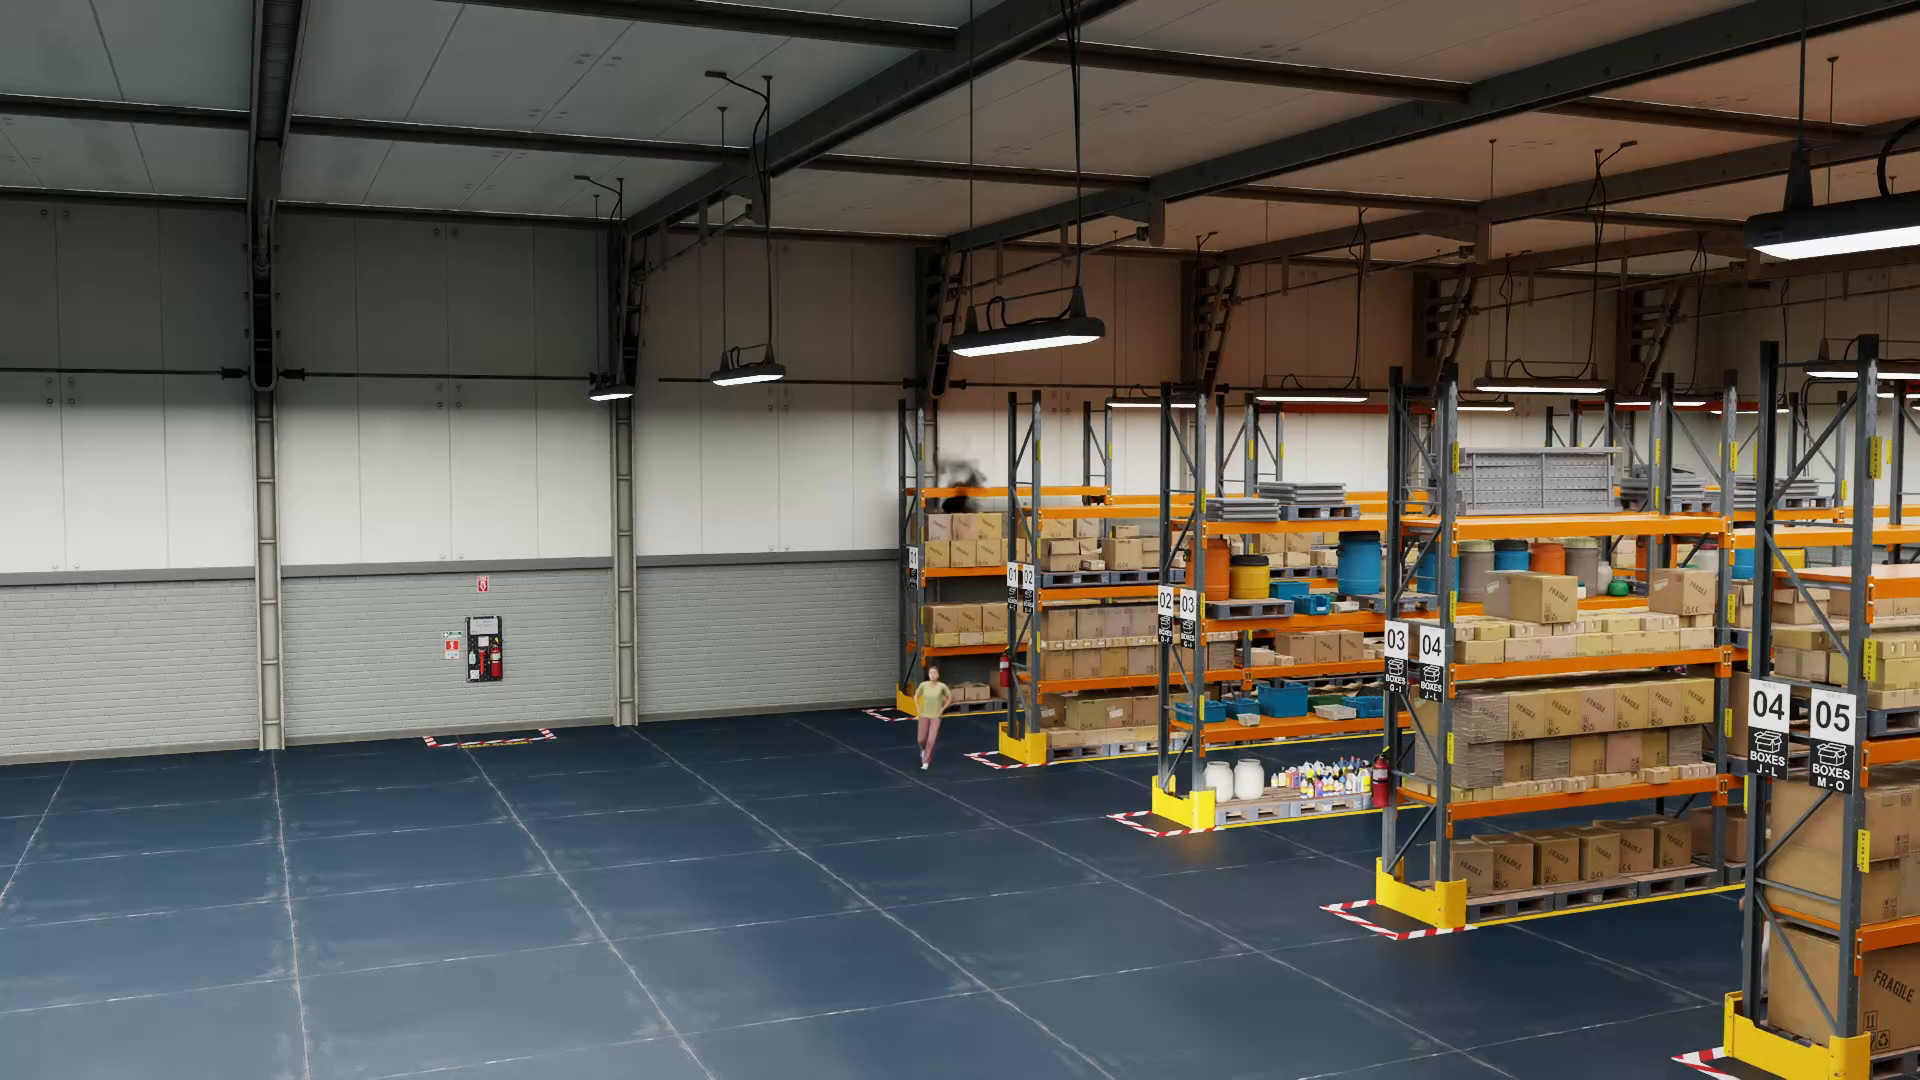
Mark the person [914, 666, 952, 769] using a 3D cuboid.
[{"bbox_3d":[-0.431,2.808,26.493,0.608,1.626,0.593,0,3,6],"label":"person"}]

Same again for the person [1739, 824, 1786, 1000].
[{"bbox_3d":[7.529,3.445,15.446,0.597,1.624,0.580,-2,4,-37],"label":"person"}]
